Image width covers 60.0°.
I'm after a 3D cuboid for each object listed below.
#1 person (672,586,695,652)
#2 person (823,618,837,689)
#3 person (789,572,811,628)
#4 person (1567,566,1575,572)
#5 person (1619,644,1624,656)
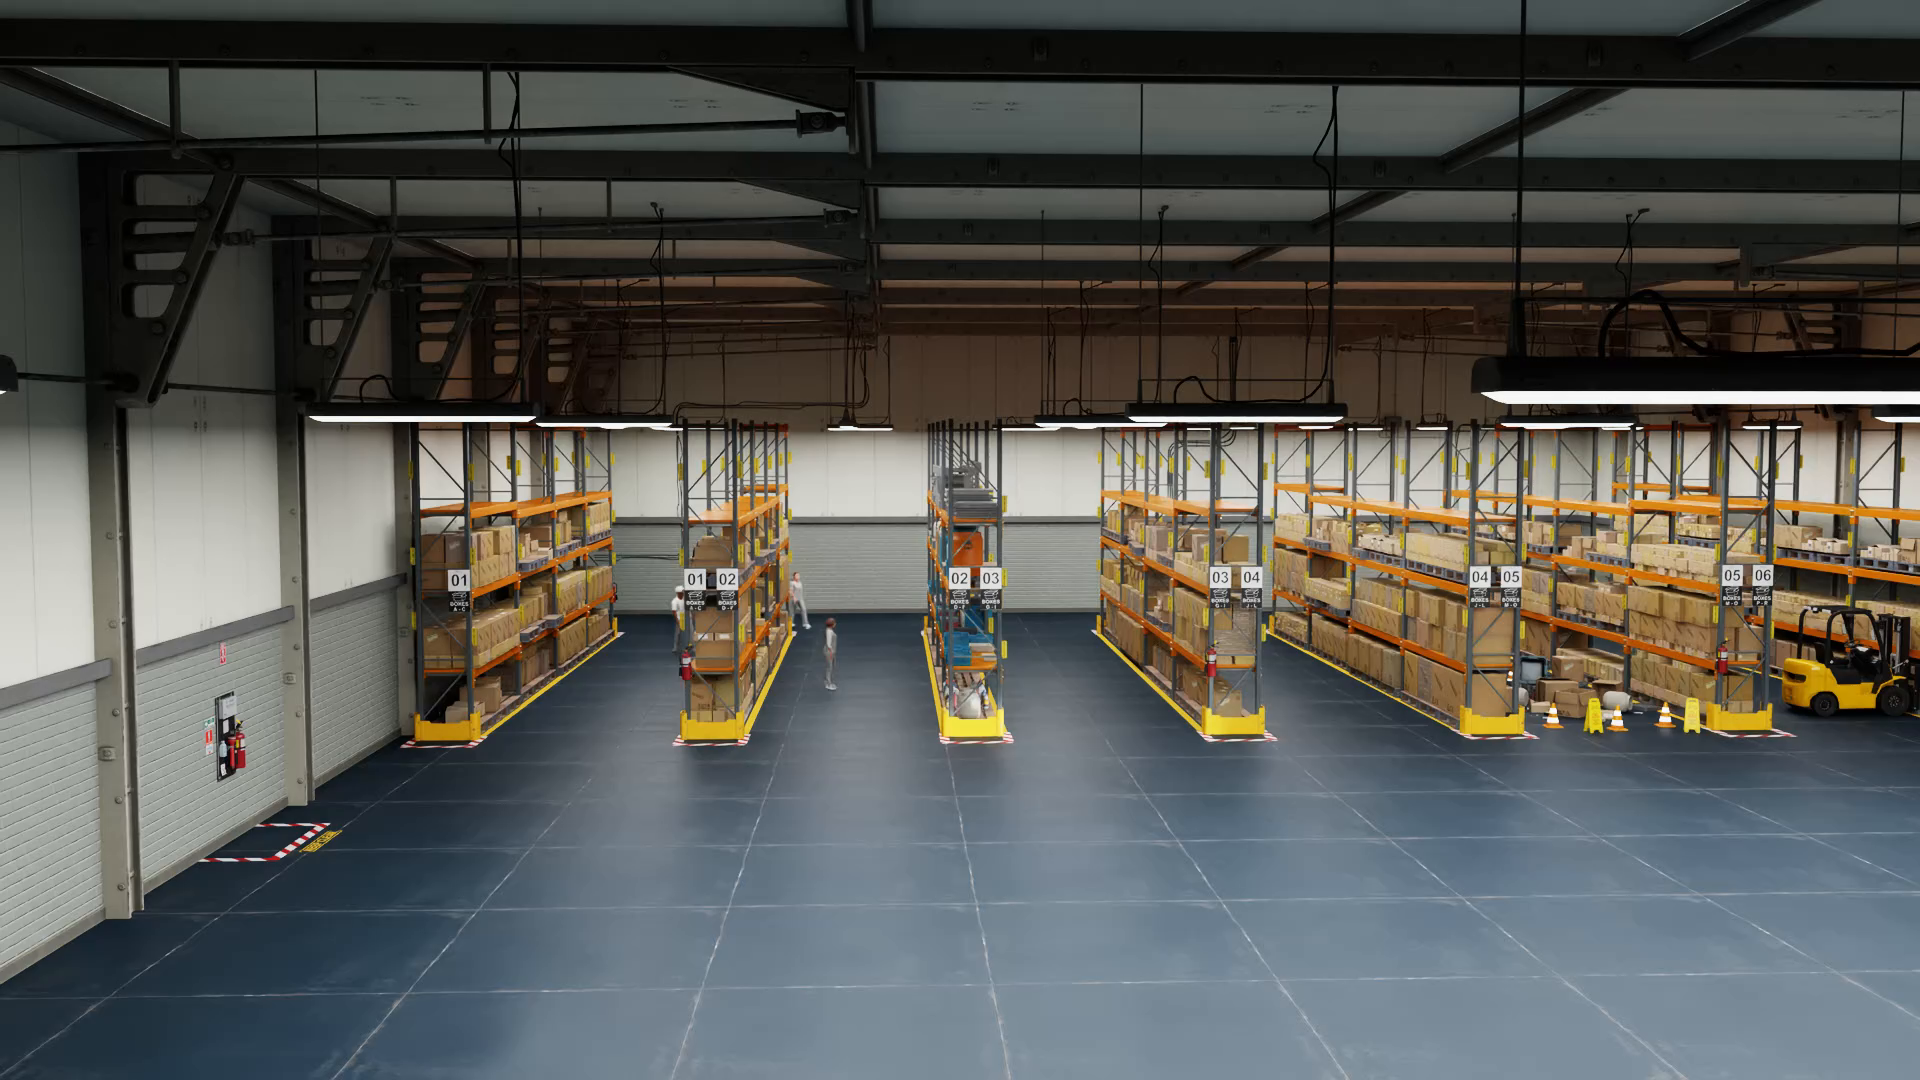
[{"bbox_3d":[-7.225,2.097,43.573,0.706,1.803,0.633,-2,4,-32],"label":"person"},{"bbox_3d":[-2.915,2.566,37.347,0.332,1.660,0.500,0,4,2],"label":"person"},{"bbox_3d":[-4.769,1.751,48.832,0.467,1.623,0.953,-2,4,-33],"label":"person"},{"bbox_3d":[18.259,1.662,49.489,0.708,1.765,0.586,0,4,-3],"label":"person"},{"bbox_3d":[16.965,2.121,42.534,0.618,1.811,0.678,-1,4,-12],"label":"person"}]
